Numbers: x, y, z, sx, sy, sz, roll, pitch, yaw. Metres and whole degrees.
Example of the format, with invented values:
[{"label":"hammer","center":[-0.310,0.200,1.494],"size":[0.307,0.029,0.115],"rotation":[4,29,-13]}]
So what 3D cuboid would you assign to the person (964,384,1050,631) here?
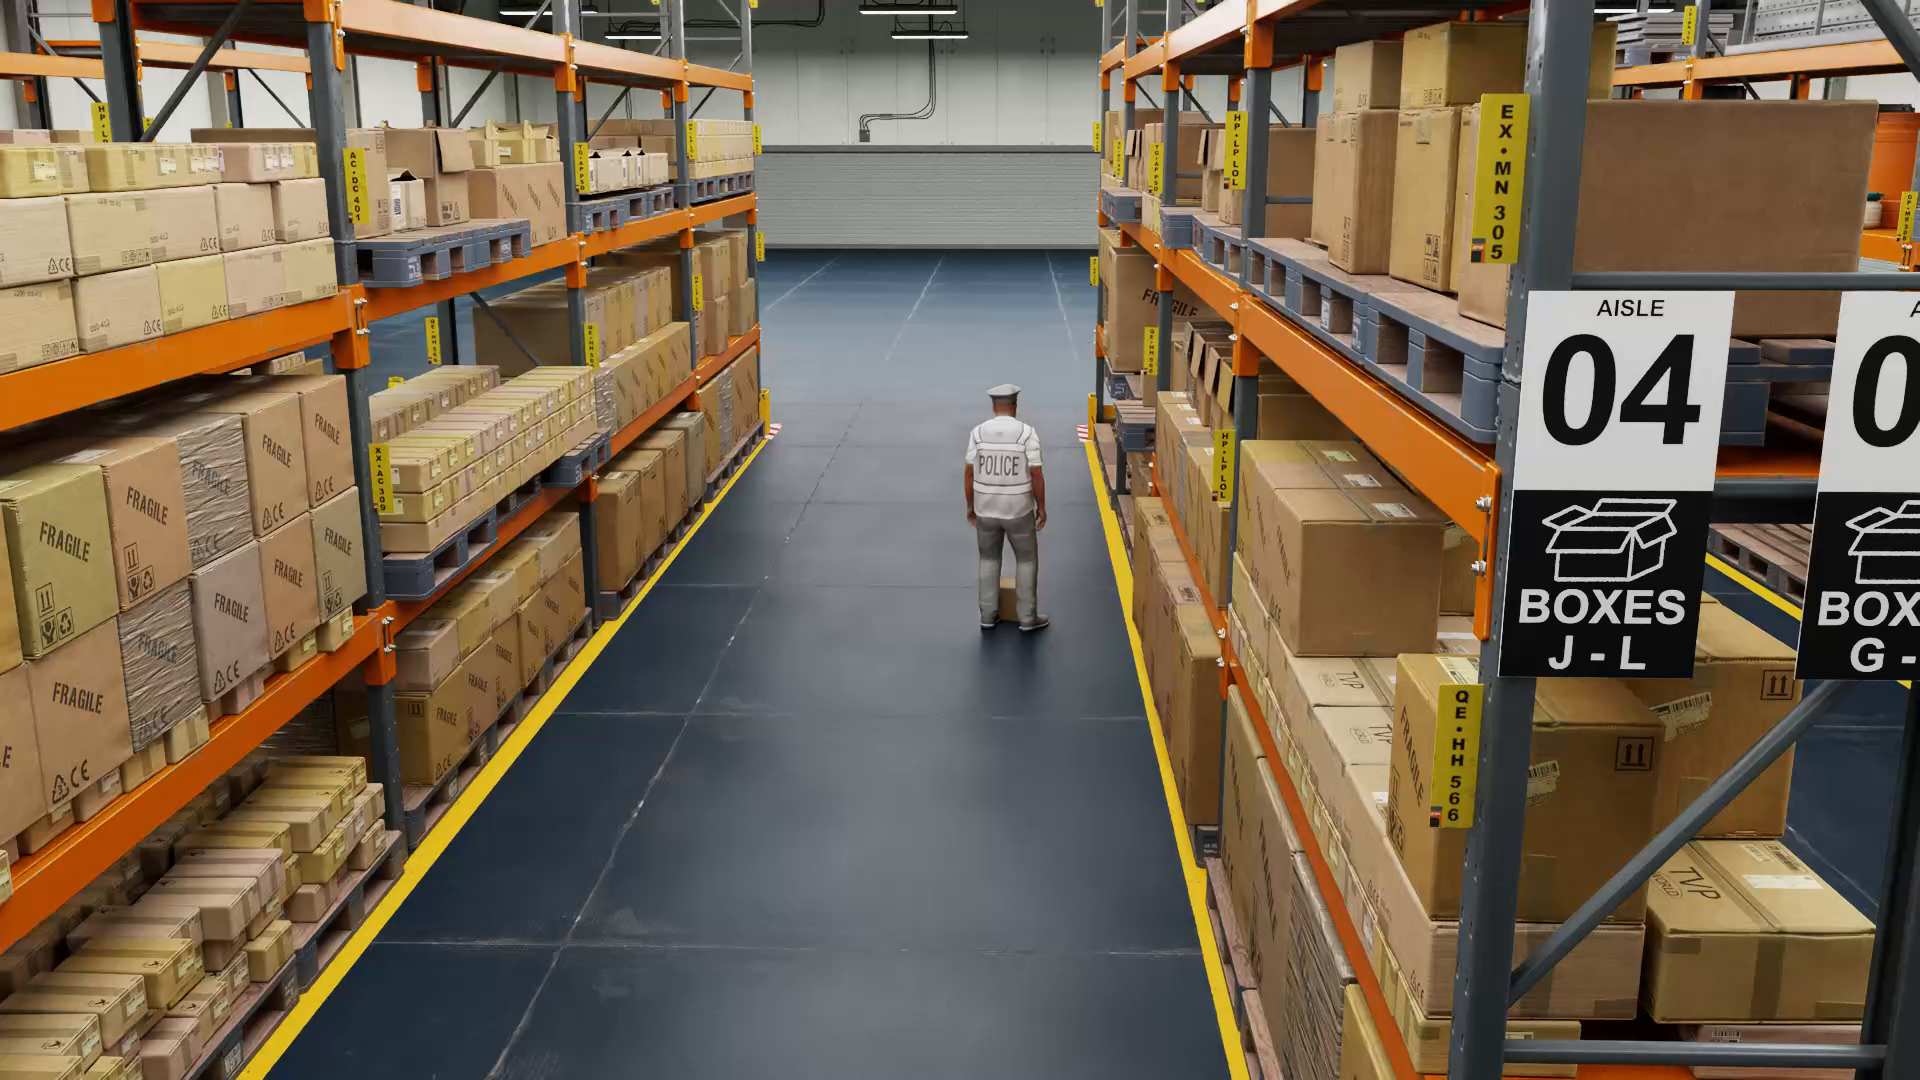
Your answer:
[{"label":"person","center":[0.325,-0.219,11.876],"size":[0.601,1.747,0.437],"rotation":[4,14,16]}]
